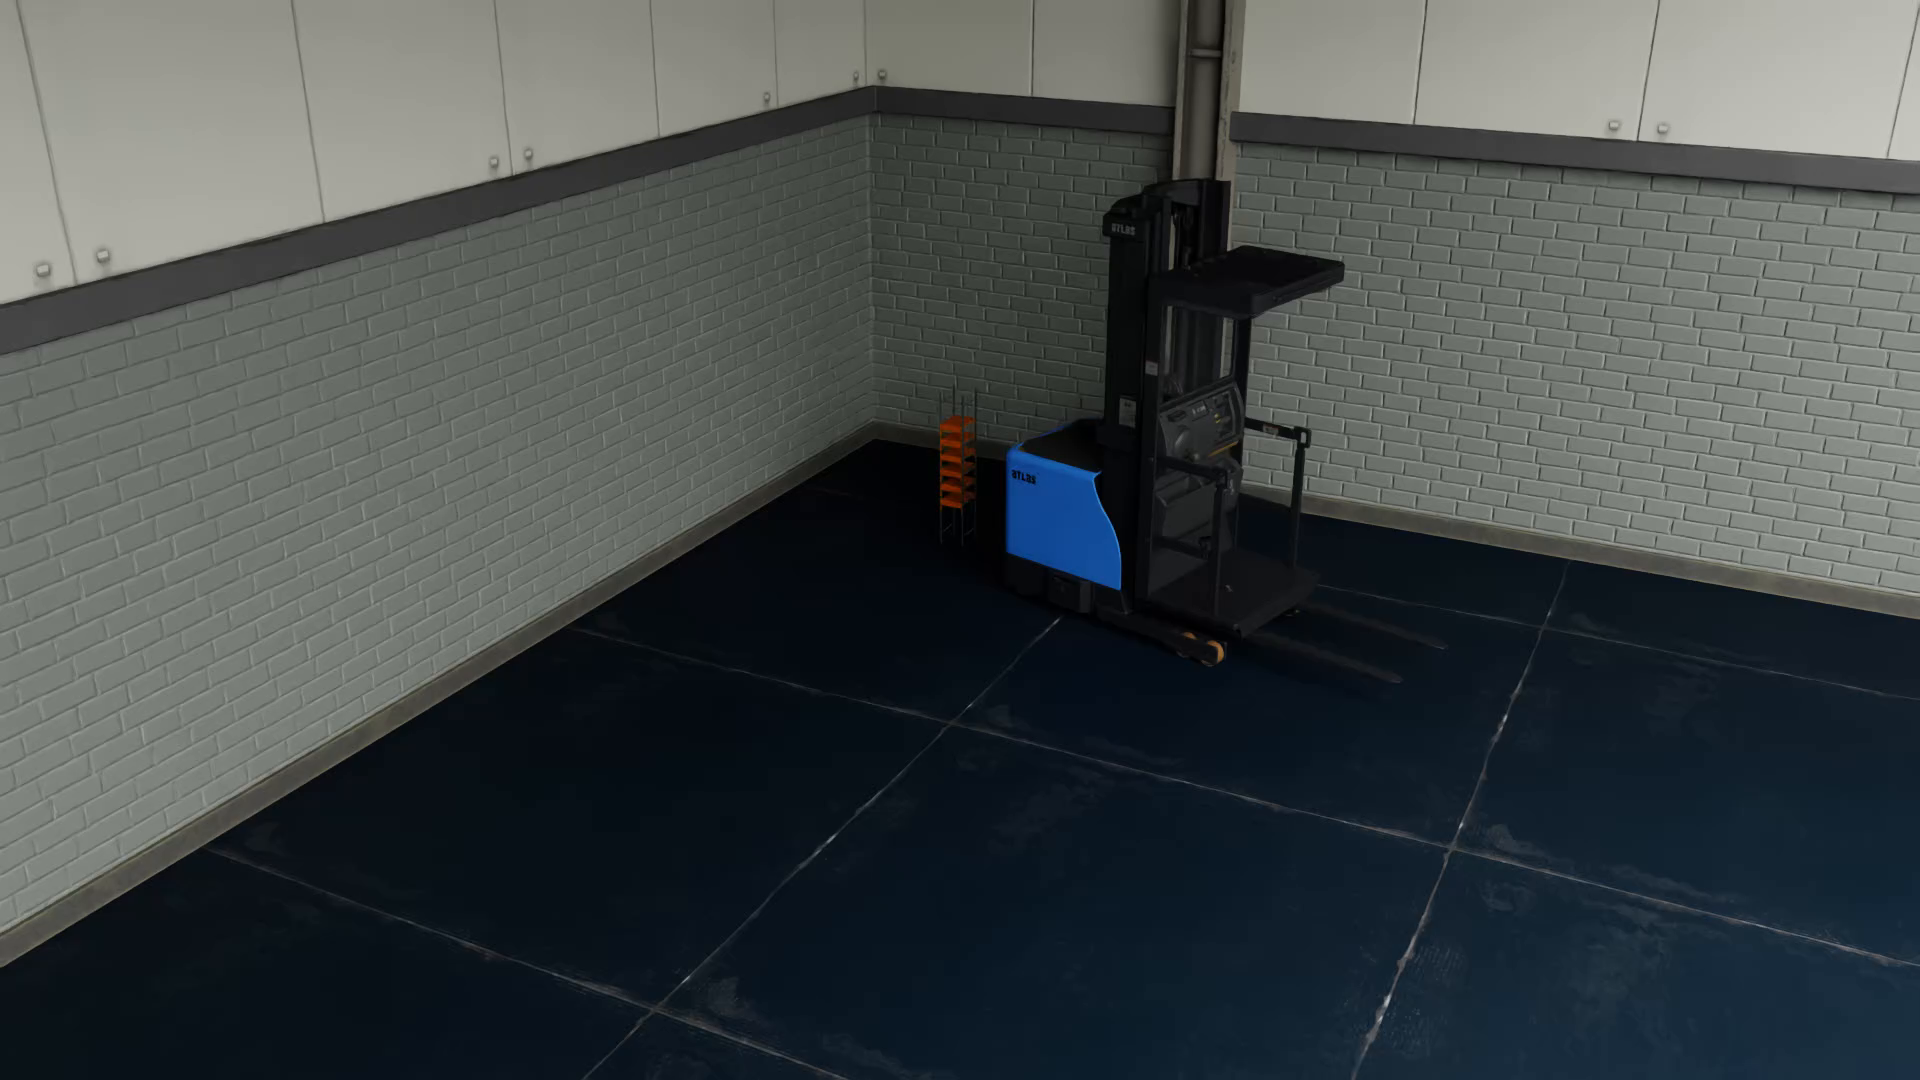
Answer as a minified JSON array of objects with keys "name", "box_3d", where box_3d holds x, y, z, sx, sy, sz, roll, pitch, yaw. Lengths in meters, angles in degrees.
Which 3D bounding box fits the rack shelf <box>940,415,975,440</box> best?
[{"name":"rack shelf","box_3d":[-0.013,-0.845,12.398,0.180,0.103,0.258,11,25,25]}]

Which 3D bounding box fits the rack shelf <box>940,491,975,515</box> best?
[{"name":"rack shelf","box_3d":[-0.013,-0.293,12.633,0.180,0.103,0.258,11,25,25]}]

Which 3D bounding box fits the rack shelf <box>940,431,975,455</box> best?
[{"name":"rack shelf","box_3d":[-0.013,-0.735,12.445,0.180,0.103,0.258,11,25,25]}]

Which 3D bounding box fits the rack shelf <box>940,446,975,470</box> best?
[{"name":"rack shelf","box_3d":[-0.013,-0.624,12.492,0.180,0.103,0.258,11,25,25]}]

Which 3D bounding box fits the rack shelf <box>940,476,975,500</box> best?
[{"name":"rack shelf","box_3d":[-0.013,-0.403,12.586,0.180,0.103,0.258,11,25,25]}]

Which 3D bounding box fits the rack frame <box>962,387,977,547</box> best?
[{"name":"rack frame","box_3d":[0.069,-0.539,12.483,0.006,1.200,0.240,11,25,25]}]

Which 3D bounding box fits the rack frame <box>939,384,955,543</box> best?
[{"name":"rack frame","box_3d":[-0.095,-0.571,12.559,0.006,1.200,0.240,11,25,25]}]

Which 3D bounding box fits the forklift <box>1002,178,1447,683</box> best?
[{"name":"forklift","box_3d":[1.746,-0.759,10.790,3.031,2.935,1.130,19,29,37]}]

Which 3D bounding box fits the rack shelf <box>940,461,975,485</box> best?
[{"name":"rack shelf","box_3d":[-0.013,-0.514,12.539,0.180,0.103,0.258,11,25,25]}]

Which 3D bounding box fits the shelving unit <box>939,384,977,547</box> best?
[{"name":"shelving unit","box_3d":[-0.013,-0.555,12.521,0.189,1.200,0.258,11,25,25]}]

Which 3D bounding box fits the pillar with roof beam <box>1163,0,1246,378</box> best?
[{"name":"pillar with roof beam","box_3d":[-0.108,-2.981,8.261,0.400,9.000,9.100,11,25,25]}]
